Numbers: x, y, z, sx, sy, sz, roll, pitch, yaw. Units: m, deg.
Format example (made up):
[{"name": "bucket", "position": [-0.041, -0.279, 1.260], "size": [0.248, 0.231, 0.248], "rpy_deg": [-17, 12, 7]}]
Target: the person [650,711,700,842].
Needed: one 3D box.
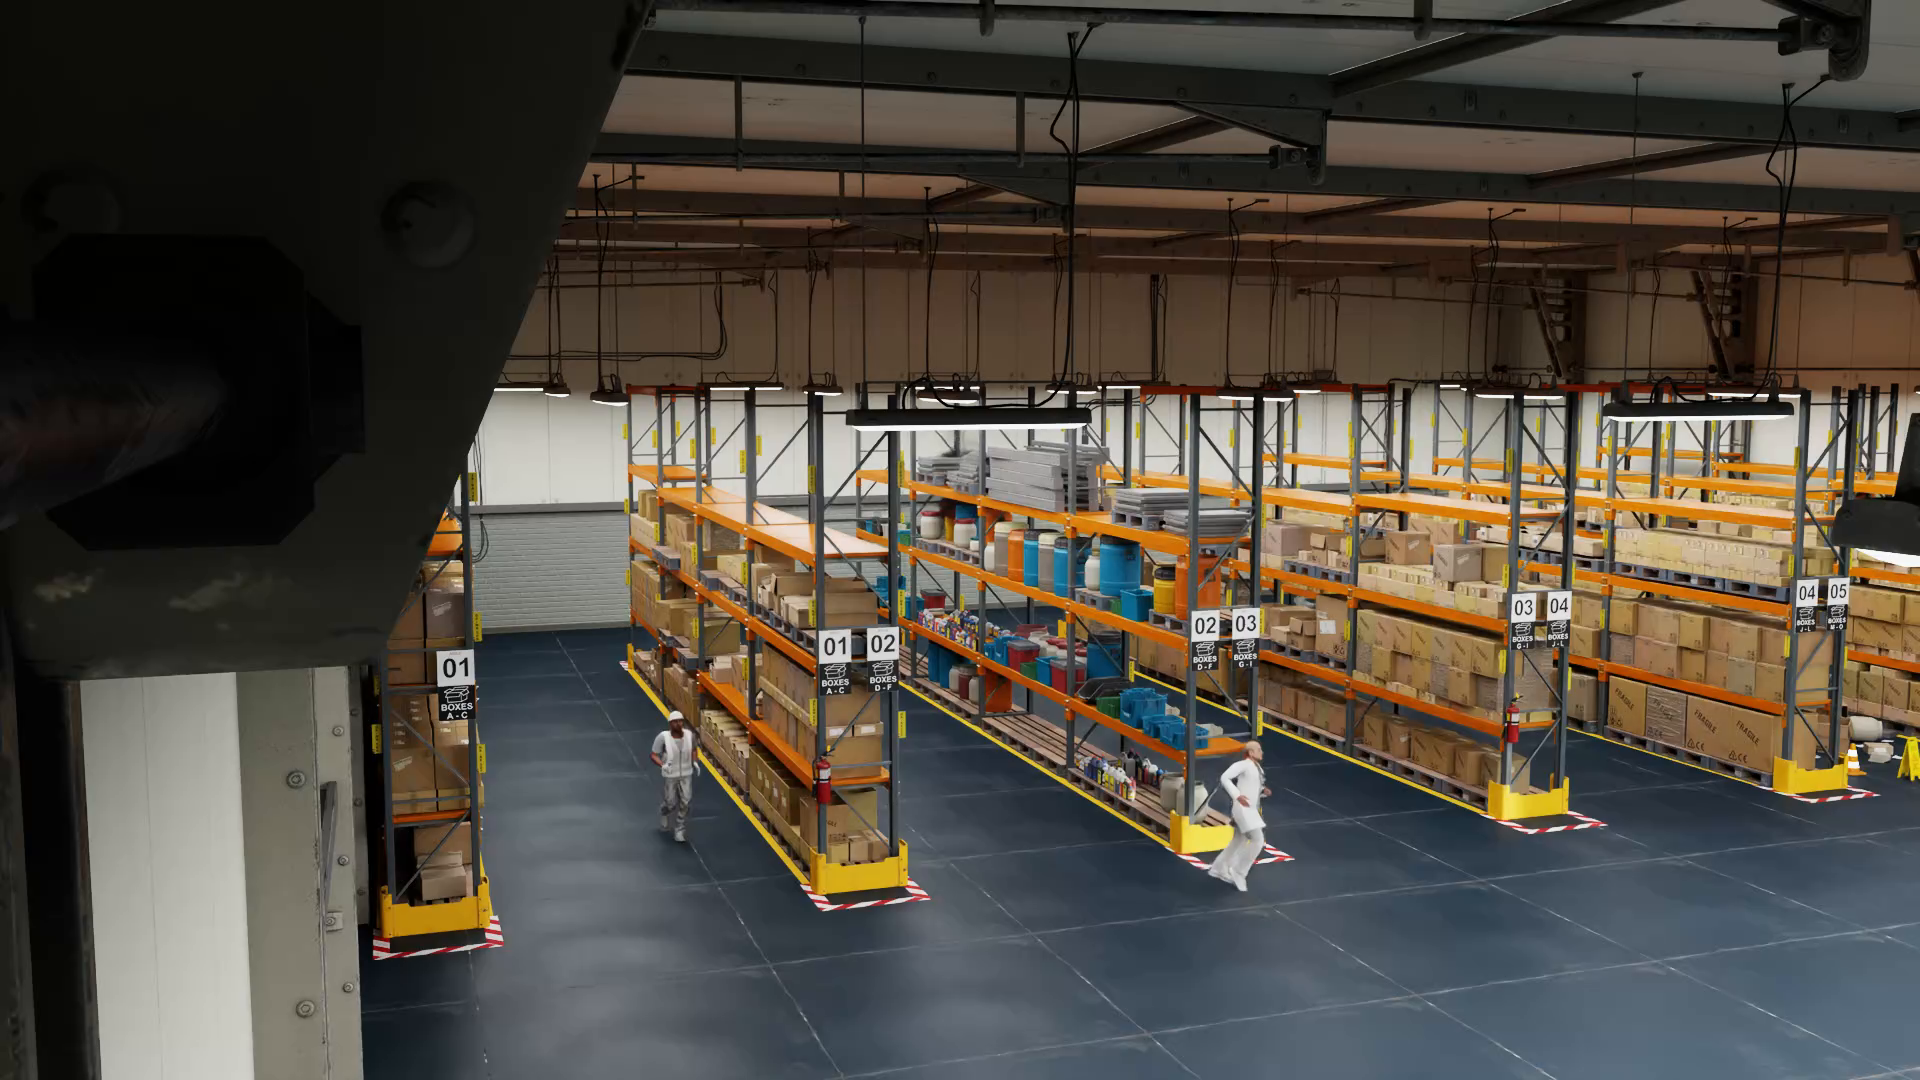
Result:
[{"name": "person", "position": [-3.822, 3.155, 22.383], "size": [0.678, 1.741, 0.679], "rpy_deg": [-3, 7, -28]}]

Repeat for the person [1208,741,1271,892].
[{"name": "person", "position": [3.471, 3.371, 20.473], "size": [0.723, 1.792, 0.752], "rpy_deg": [3, 6, 24]}]

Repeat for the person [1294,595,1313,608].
[{"name": "person", "position": [8.702, 1.221, 41.814], "size": [0.585, 1.633, 0.617], "rpy_deg": [-3, 6, -24]}]
